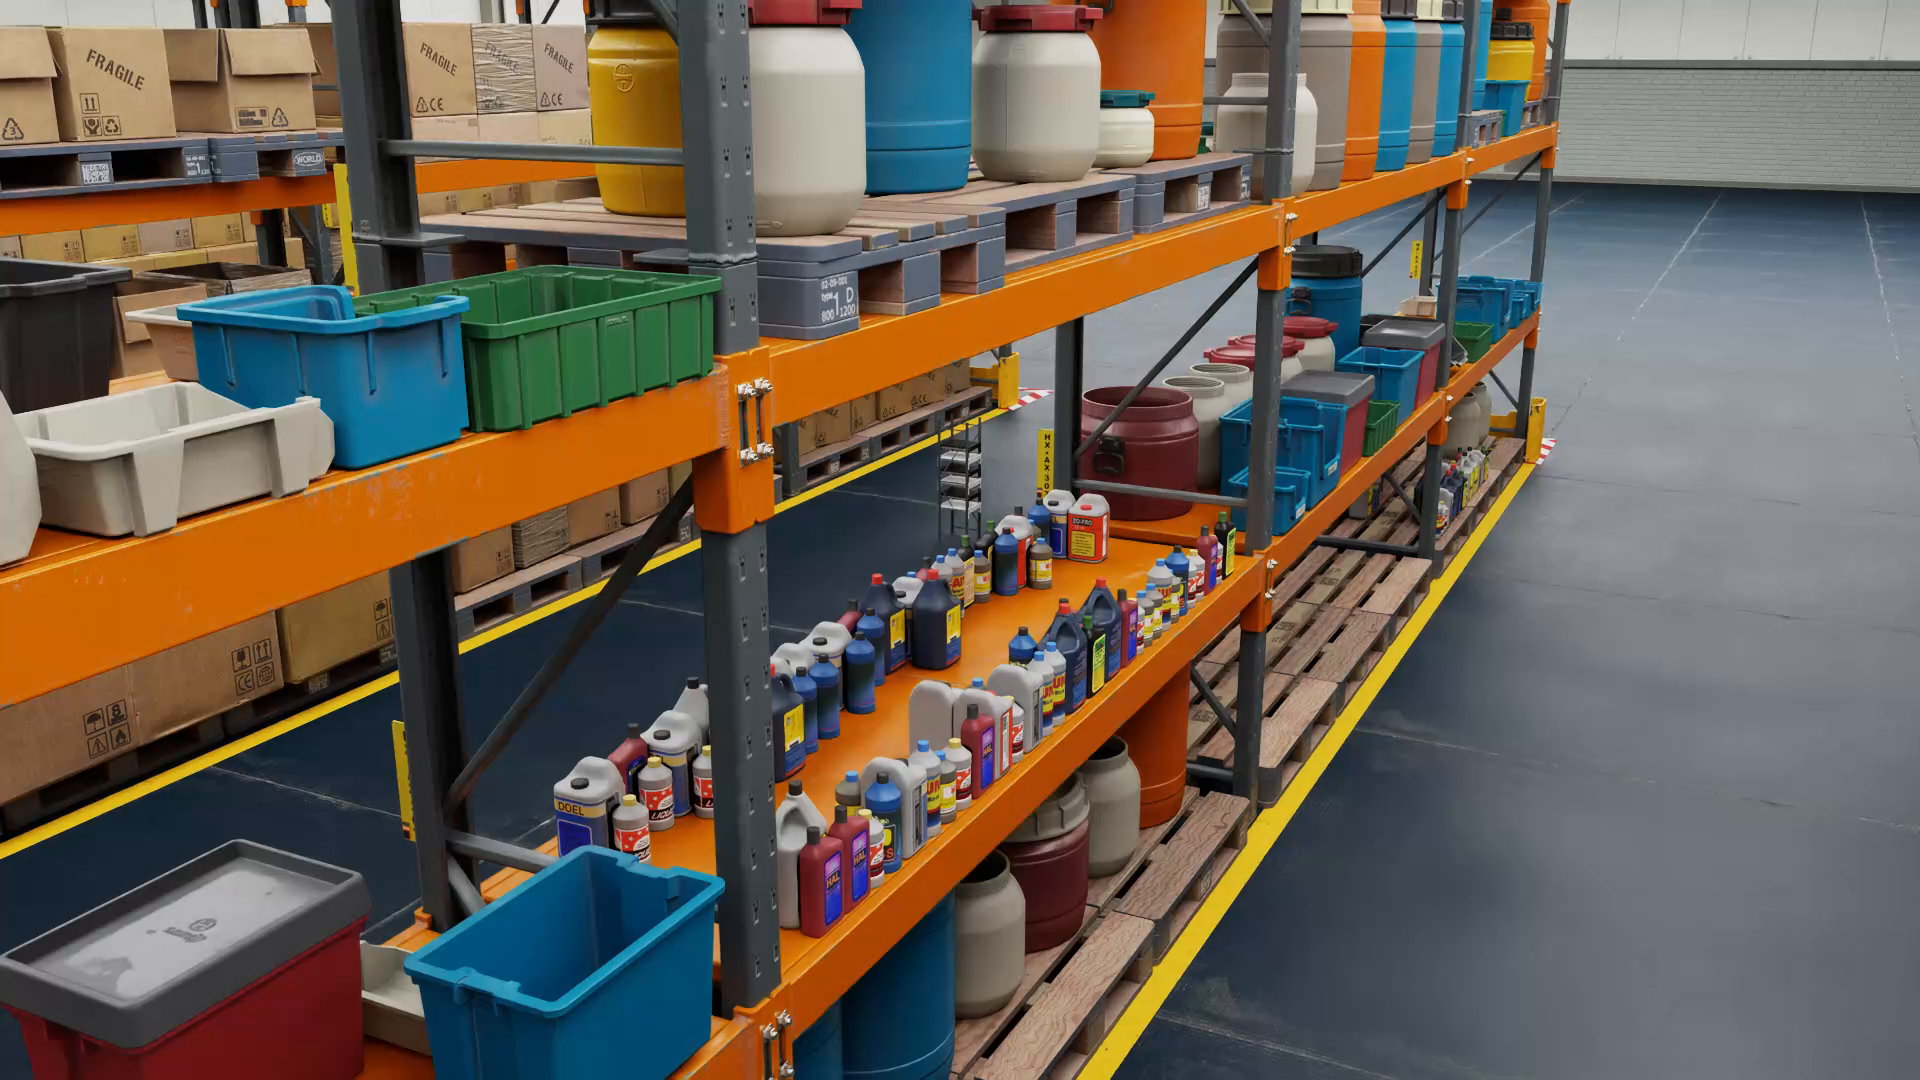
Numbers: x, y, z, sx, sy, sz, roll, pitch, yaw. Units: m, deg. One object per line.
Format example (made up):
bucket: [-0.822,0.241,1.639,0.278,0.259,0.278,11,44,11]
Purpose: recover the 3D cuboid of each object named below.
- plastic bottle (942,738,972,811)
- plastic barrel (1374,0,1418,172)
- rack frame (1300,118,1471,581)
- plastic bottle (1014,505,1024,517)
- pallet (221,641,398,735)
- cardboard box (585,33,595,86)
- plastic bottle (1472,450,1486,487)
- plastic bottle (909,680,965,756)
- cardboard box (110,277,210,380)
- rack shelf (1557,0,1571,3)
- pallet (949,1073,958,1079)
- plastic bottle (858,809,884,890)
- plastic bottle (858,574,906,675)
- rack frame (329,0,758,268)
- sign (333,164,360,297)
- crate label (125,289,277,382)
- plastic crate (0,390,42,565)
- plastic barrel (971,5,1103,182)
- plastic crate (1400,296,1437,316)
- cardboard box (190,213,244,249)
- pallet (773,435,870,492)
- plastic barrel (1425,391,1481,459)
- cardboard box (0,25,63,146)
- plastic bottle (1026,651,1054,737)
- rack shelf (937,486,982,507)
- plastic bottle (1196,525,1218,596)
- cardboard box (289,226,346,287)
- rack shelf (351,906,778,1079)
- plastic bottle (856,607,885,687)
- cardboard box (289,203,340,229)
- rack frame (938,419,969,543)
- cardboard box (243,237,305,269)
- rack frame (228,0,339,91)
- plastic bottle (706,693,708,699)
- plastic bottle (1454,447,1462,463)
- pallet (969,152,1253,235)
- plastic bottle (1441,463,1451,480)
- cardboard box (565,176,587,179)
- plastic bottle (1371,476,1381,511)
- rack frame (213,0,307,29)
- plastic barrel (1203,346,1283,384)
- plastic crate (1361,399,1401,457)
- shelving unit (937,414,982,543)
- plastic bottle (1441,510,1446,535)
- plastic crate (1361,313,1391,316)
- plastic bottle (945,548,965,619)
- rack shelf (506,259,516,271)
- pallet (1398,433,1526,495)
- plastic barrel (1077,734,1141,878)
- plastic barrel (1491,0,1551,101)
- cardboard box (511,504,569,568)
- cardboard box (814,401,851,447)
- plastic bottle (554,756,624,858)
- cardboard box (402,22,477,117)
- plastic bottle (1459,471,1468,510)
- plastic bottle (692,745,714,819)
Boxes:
plastic bottle: [-0.015,0.675,4.831,0.097,0.201,0.097,0,17,0]
plastic barrel: [2.068,-2.407,8.712,0.600,0.901,0.708,8,18,25]
rack frame: [2.685,-1.219,10.861,1.000,3.000,0.127,8,18,25]
plastic bottle: [0.228,0.002,6.953,0.061,0.283,0.133,8,18,25]
pallet: [-3.953,0.697,9.306,1.003,0.211,1.213,8,18,25]
cardboard box: [-2.464,-3.191,11.312,0.797,0.503,0.637,9,19,28]
plastic bottle: [3.907,-0.559,12.650,0.152,0.276,0.135,8,18,26]
plastic bottle: [-0.064,0.553,5.111,0.152,0.276,0.135,8,18,25]
cardboard box: [-4.168,-1.010,8.218,0.797,0.503,0.637,9,19,27]
rack shelf: [3.579,-4.068,11.882,1.077,0.370,4.000,8,18,25]
pallet: [-0.507,1.964,5.042,1.003,0.211,1.213,8,18,25]
plastic bottle: [-0.249,0.809,4.382,0.097,0.201,0.097,0,17,0]
plastic bottle: [-0.279,0.286,5.881,0.144,0.351,0.185,8,18,25]
rack frame: [-0.889,-2.057,3.147,1.000,3.000,0.127,8,18,25]
sign: [-1.381,-0.694,3.810,0.100,0.325,0.005,8,18,25]
crate label: [-1.367,-0.405,3.315,0.293,0.136,0.466,8,18,25]
plastic crate: [-1.410,-0.069,1.929,0.437,0.282,0.530,8,18,25]
plastic barrel: [0.241,-1.434,5.340,0.433,0.535,0.433,0,17,0]
plastic crate: [3.785,-1.925,13.700,0.298,0.136,0.250,8,18,25]
cardboard box: [-6.582,-2.775,14.167,0.700,0.500,0.500,8,18,24]
pallet: [-1.477,-0.688,13.971,1.003,0.211,1.213,8,18,25]
plastic barrel: [4.023,-0.942,13.559,0.421,0.512,0.421,0,17,0]
cardboard box: [-4.427,-1.996,7.290,0.797,0.503,0.637,8,18,25]
plastic bottle: [0.252,0.490,5.334,0.097,0.271,0.097,0,17,0]
rack shelf: [-0.004,-0.311,11.924,0.258,0.077,0.200,8,18,25]
plastic bottle: [0.996,0.072,6.720,0.061,0.283,0.133,8,18,25]
cardboard box: [-5.984,-2.674,15.494,0.875,0.550,0.550,8,18,25]
rack shelf: [-1.783,1.673,2.388,1.077,0.370,4.000,8,18,25]
plastic bottle: [-0.309,0.364,5.755,0.097,0.271,0.097,0,17,0]
cardboard box: [-5.942,-3.185,15.321,0.875,0.550,0.550,8,18,25]
rack frame: [-0.049,-0.403,11.802,0.240,0.900,0.006,8,18,25]
cardboard box: [-6.132,-2.387,14.618,0.500,0.500,0.500,8,18,25]
rack frame: [-3.533,-3.706,8.698,1.000,3.000,0.127,8,18,25]
plastic bottle: [-0.689,0.519,5.095,0.144,0.351,0.185,8,18,25]
plastic bottle: [3.812,-0.576,12.694,0.061,0.283,0.133,8,18,25]
pallet: [0.469,-1.365,6.417,1.003,0.211,1.213,8,18,25]
plastic bottle: [3.548,-0.446,12.269,0.152,0.276,0.135,8,18,25]
cardboard box: [-4.551,-4.025,18.148,0.875,0.550,0.550,8,18,25]
plastic bottle: [2.945,-0.362,11.985,0.152,0.276,0.135,8,18,25]
rack frame: [-6.138,-5.382,14.340,1.000,3.000,0.127,8,18,25]
plastic barrel: [1.540,-0.772,9.115,0.433,0.535,0.433,0,17,0]
plastic crate: [2.160,-0.638,9.277,0.450,0.188,0.662,8,18,25]
shelving unit: [-0.004,-0.429,11.889,0.258,0.900,0.210,8,18,25]
plastic bottle: [3.265,-0.140,11.370,0.097,0.201,0.097,0,17,0]
plastic crate: [2.937,-1.465,11.948,0.499,0.251,0.616,8,18,25]
plastic bottle: [-0.030,0.167,6.420,0.097,0.271,0.097,0,17,0]
rack shelf: [-5.244,-2.671,17.012,1.077,0.370,4.000,8,18,25]
pallet: [4.113,-0.670,13.909,1.003,0.211,1.213,8,18,25]
plastic barrel: [0.522,1.073,6.776,0.421,0.512,0.421,0,17,0]
plastic barrel: [4.369,-3.943,13.273,0.600,0.830,0.708,8,18,25]
cardboard box: [-3.015,-0.159,10.910,0.700,0.500,0.500,6,18,21]
cardboard box: [-1.282,-1.096,14.099,0.500,0.500,0.500,16,23,43]
plastic bottle: [-1.002,0.736,4.495,0.152,0.276,0.135,8,18,25]
cardboard box: [-3.093,-2.643,9.333,0.500,0.500,0.500,8,18,26]
plastic bottle: [3.613,-0.366,11.986,0.061,0.283,0.133,9,19,28]
plastic bottle: [-0.719,0.690,4.781,0.097,0.201,0.097,0,17,0]
